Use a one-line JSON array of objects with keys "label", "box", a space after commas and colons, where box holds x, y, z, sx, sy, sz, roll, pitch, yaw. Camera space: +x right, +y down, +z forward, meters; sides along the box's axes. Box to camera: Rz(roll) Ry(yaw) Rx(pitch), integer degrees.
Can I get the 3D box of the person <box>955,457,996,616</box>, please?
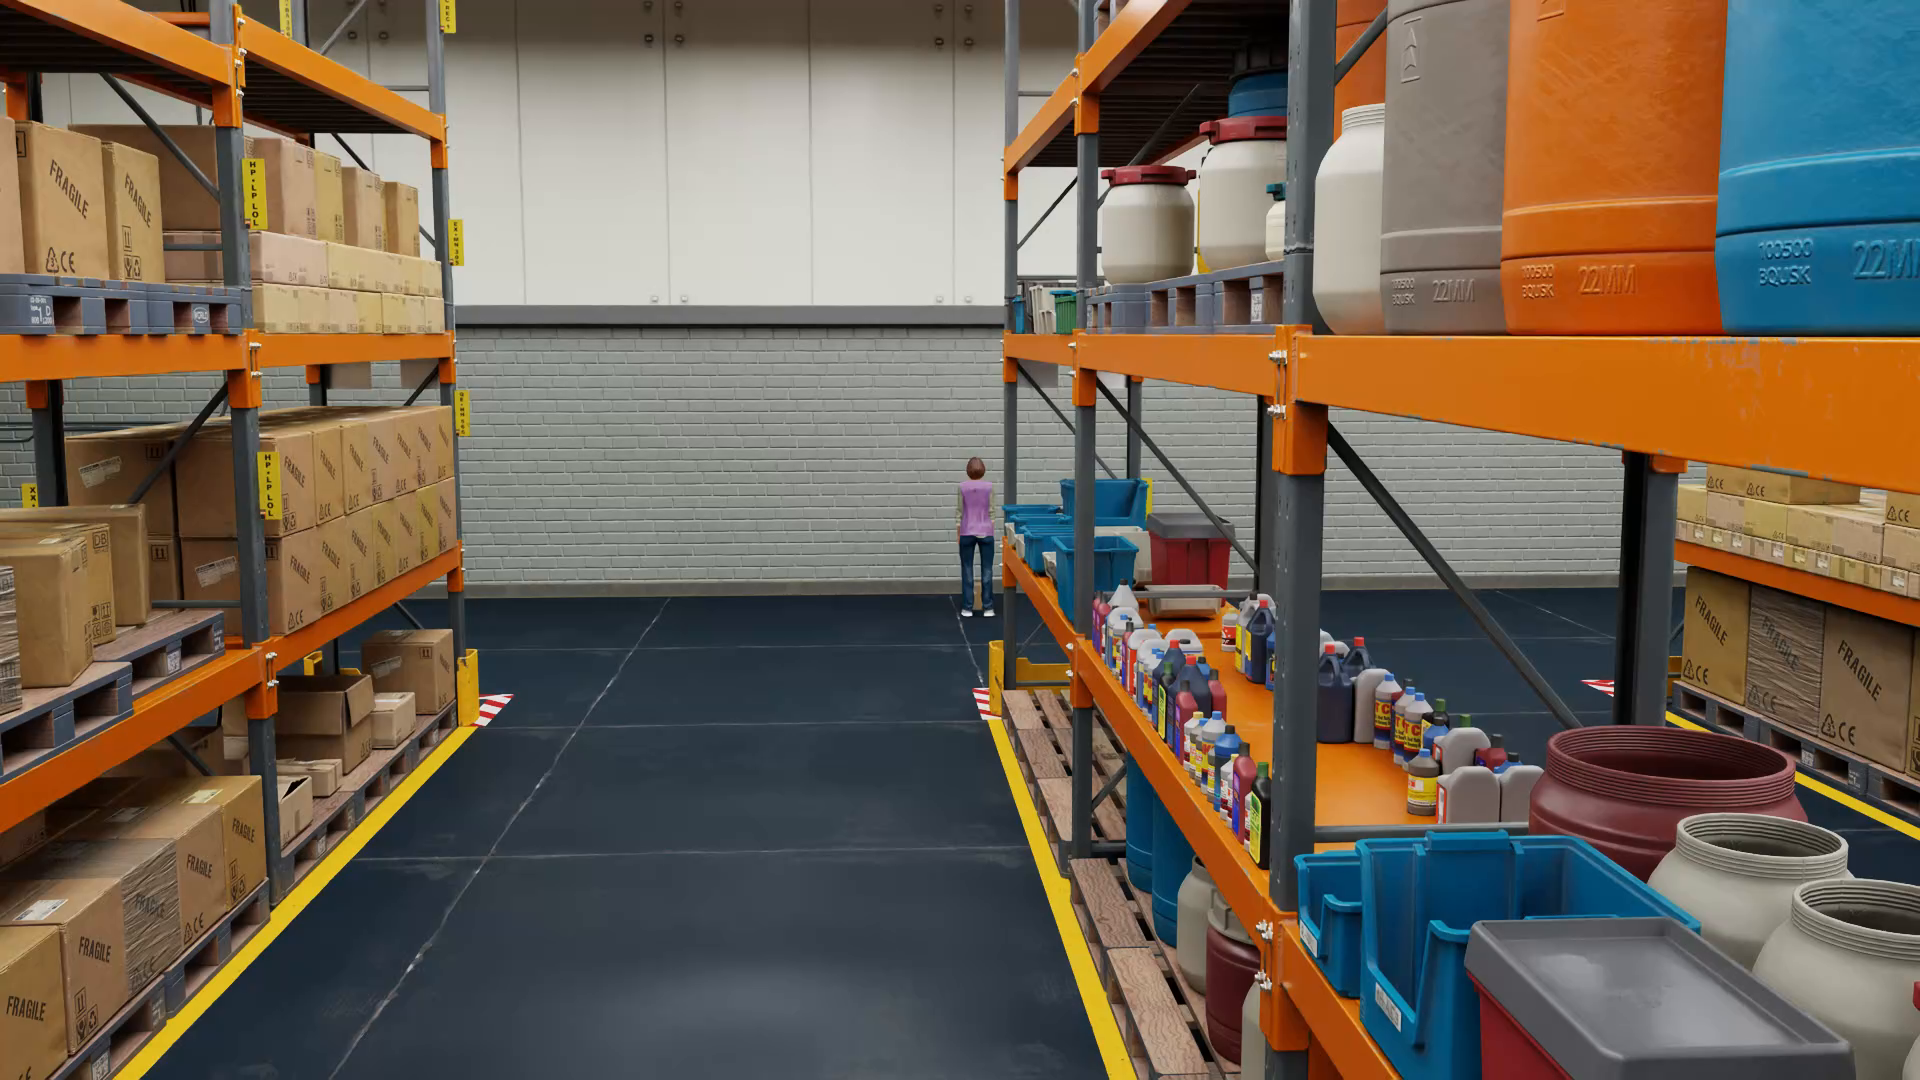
[{"label": "person", "box": [0.152, -0.028, 16.549, 0.405, 1.600, 0.310, 0, 7, 1]}]
